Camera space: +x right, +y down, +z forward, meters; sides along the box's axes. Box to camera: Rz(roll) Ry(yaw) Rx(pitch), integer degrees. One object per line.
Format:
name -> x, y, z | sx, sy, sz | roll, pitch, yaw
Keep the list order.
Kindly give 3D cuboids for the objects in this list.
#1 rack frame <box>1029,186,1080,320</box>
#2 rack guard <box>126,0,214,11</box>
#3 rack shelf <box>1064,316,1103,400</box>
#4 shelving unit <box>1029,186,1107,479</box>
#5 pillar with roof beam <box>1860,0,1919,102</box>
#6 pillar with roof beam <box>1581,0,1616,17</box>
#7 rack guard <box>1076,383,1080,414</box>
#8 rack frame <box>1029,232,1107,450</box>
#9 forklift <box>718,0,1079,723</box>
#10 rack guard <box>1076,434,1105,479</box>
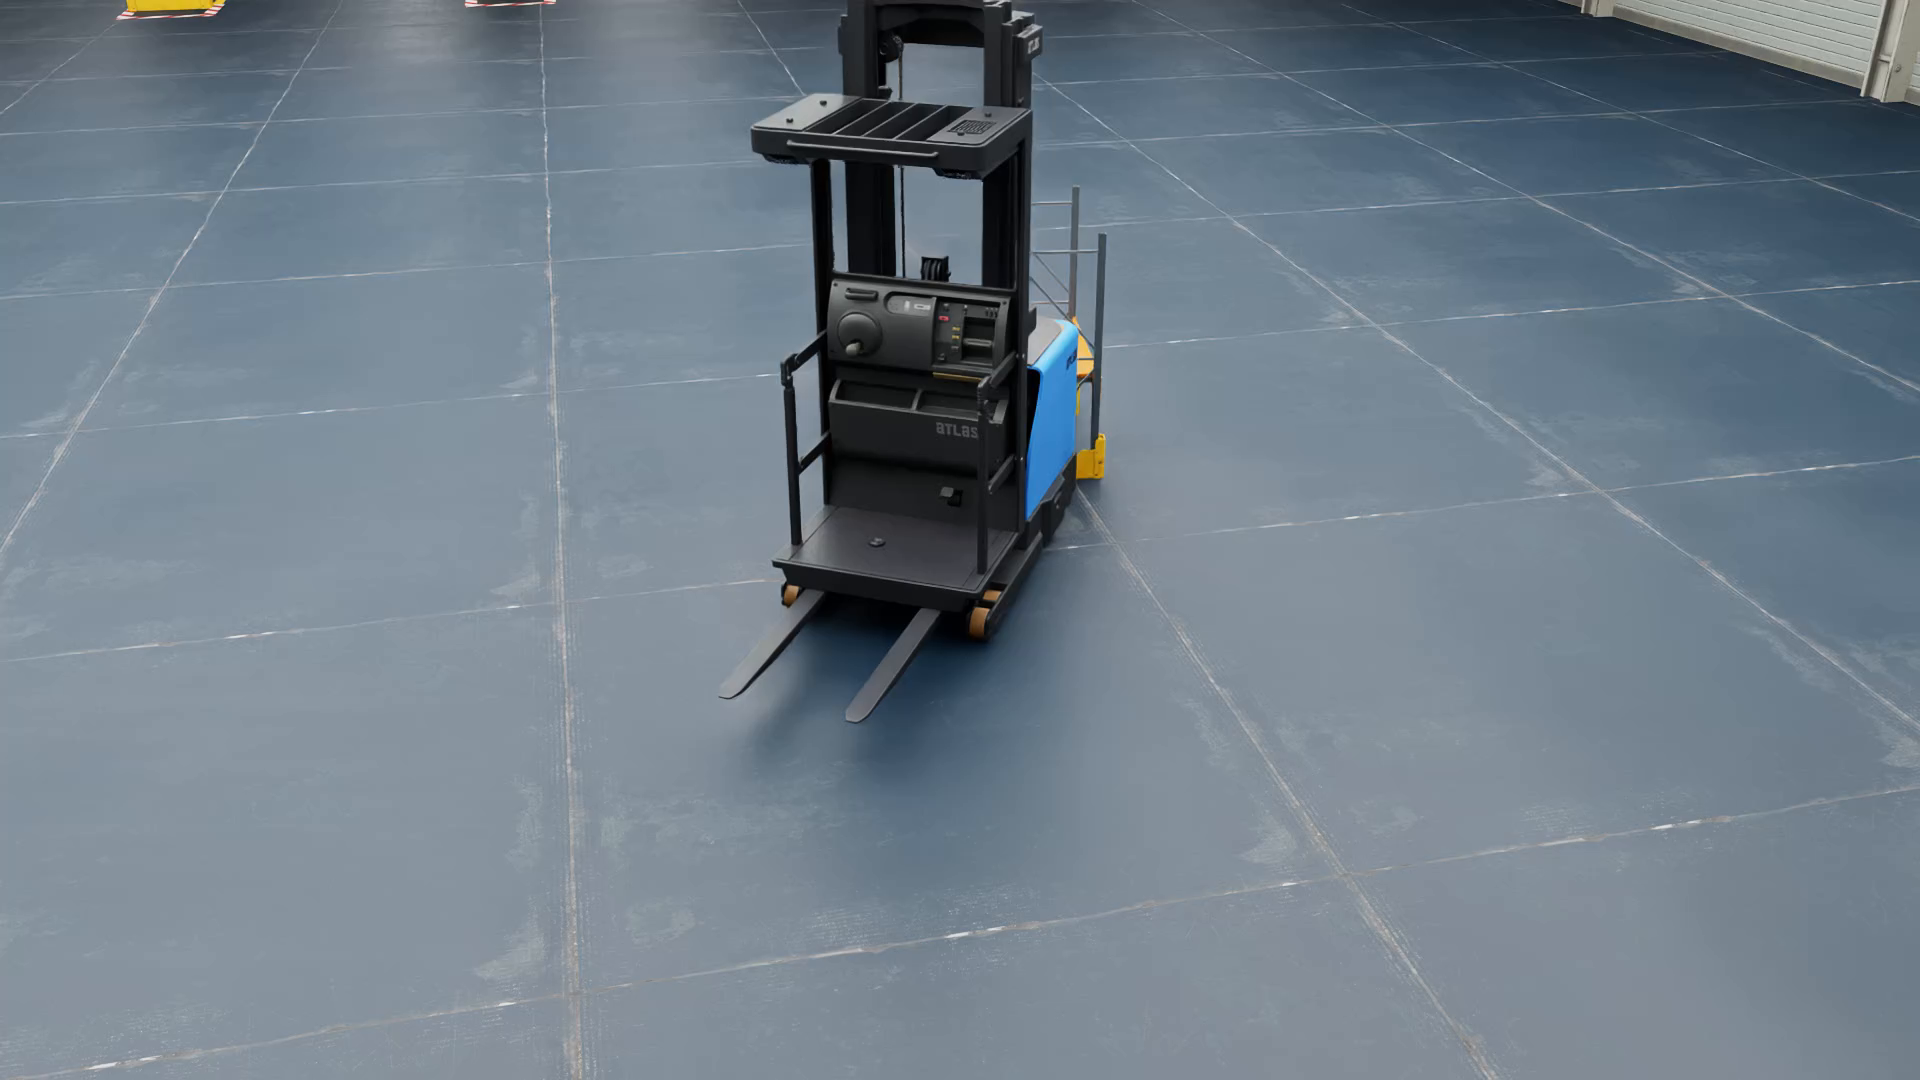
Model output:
rack frame -> 0.486, -1.499, 10.556 | 0.500, 1.500, 0.032 | -2, 27, -4
rack guard -> -11.970, -8.294, 25.128 | 1.175, 0.500, 0.348 | -6, 27, -12
rack shelf -> 0.529, -1.110, 10.185 | 0.538, 0.185, 1.000 | -2, 27, -4
shelving unit -> 0.529, -1.275, 10.112 | 0.587, 1.500, 1.083 | -2, 27, -4
pillar with roof beam -> 6.640, -8.767, 16.632 | 9.100, 9.000, 0.400 | -6, 27, -12
pillar with roof beam -> 5.288, -11.401, 21.851 | 9.100, 9.000, 0.400 | -6, 27, -12
rack guard -> 0.486, -0.941, 10.836 | 0.587, 0.250, 0.087 | -2, 27, -4
rack frame -> 0.573, -1.043, 9.651 | 0.500, 1.500, 0.032 | -2, 27, -4
forklift -> -0.275, -1.014, 8.006 | 1.130, 2.935, 3.031 | 9, 28, 17
rack guard -> 0.571, -0.493, 9.950 | 0.587, 0.250, 0.087 | -2, 27, -4
